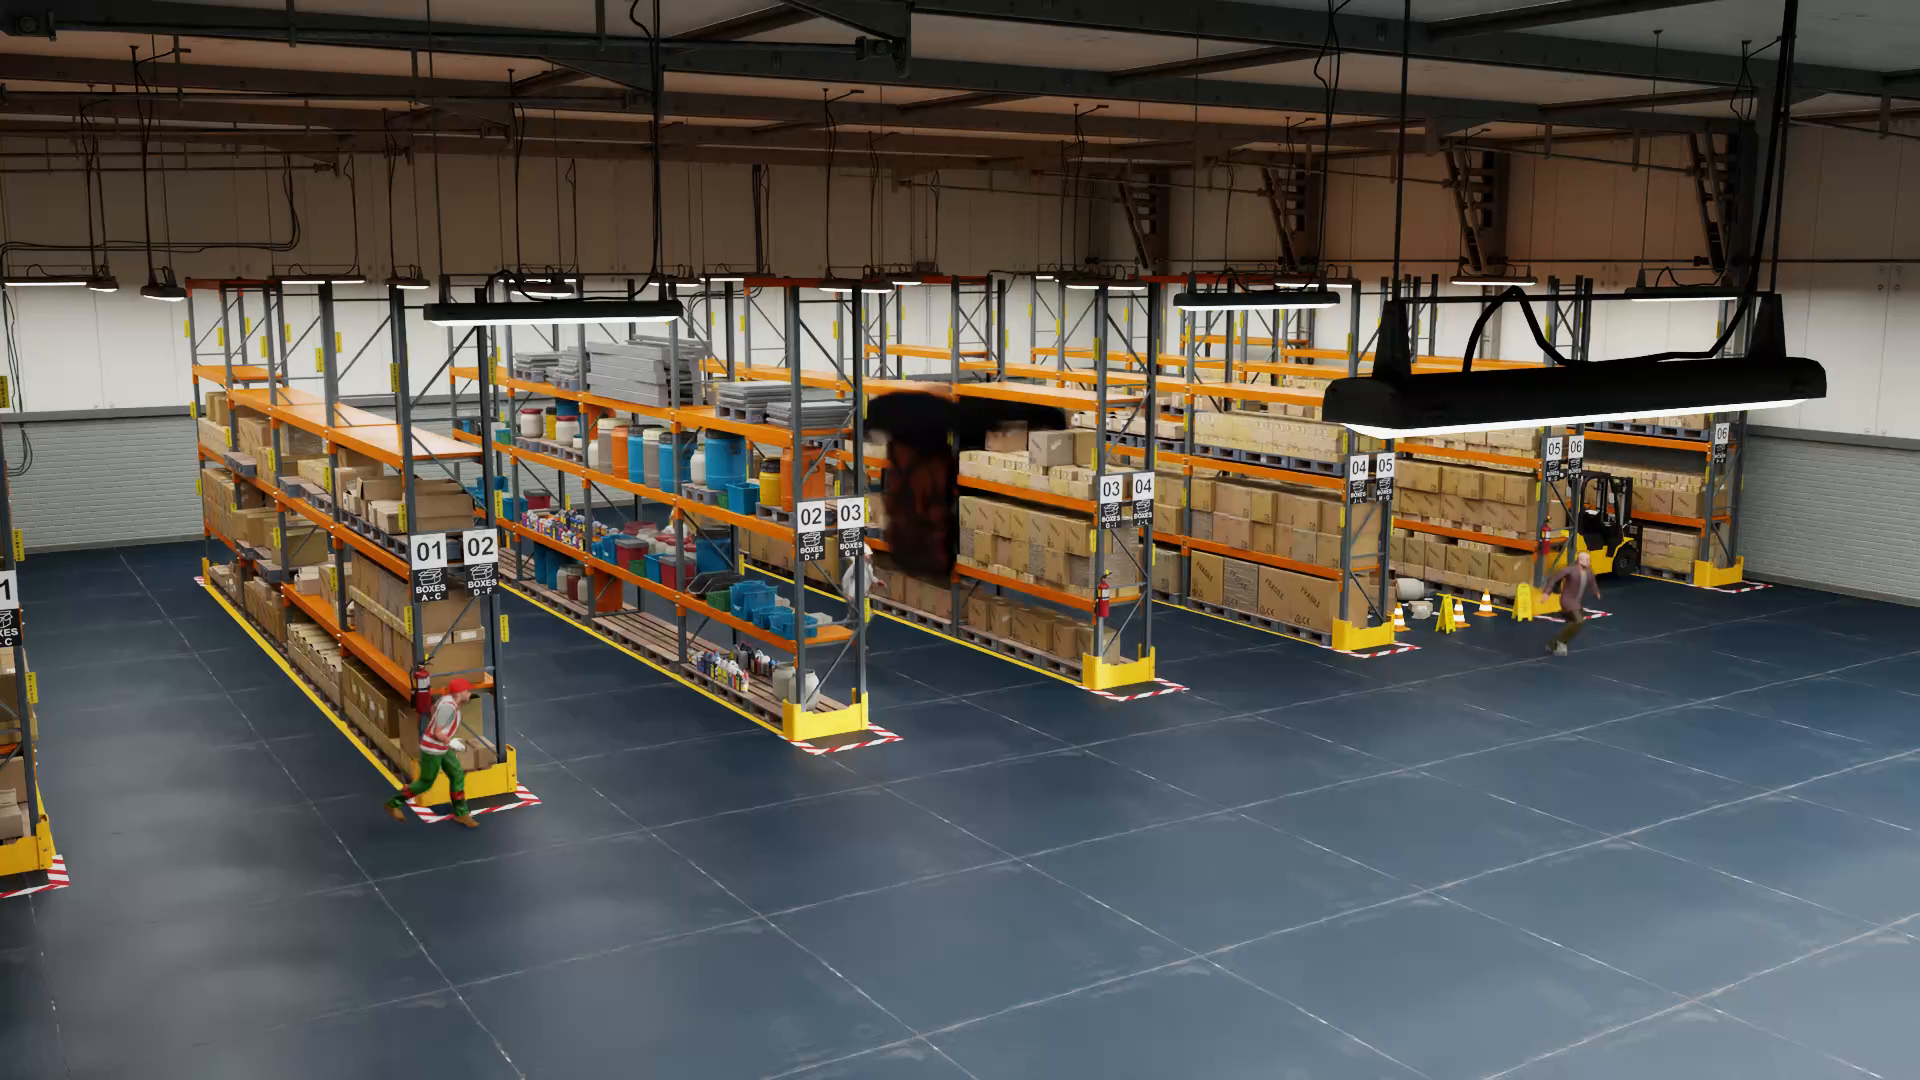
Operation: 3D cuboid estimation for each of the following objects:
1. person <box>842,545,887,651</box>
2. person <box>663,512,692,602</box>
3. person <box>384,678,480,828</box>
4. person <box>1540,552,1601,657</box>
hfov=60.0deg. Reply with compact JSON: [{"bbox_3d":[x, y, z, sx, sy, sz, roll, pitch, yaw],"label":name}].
[{"bbox_3d":[-1.580,0.906,26.747,0.823,1.738,0.652,1,10,8],"label":"person"},{"bbox_3d":[-5.226,0.305,30.977,0.677,1.735,0.659,-6,11,-31],"label":"person"},{"bbox_3d":[-5.954,2.406,18.668,1.051,1.730,0.689,-2,10,-11],"label":"person"},{"bbox_3d":[9.933,1.043,26.850,0.875,1.689,0.757,-7,12,-35],"label":"person"}]
